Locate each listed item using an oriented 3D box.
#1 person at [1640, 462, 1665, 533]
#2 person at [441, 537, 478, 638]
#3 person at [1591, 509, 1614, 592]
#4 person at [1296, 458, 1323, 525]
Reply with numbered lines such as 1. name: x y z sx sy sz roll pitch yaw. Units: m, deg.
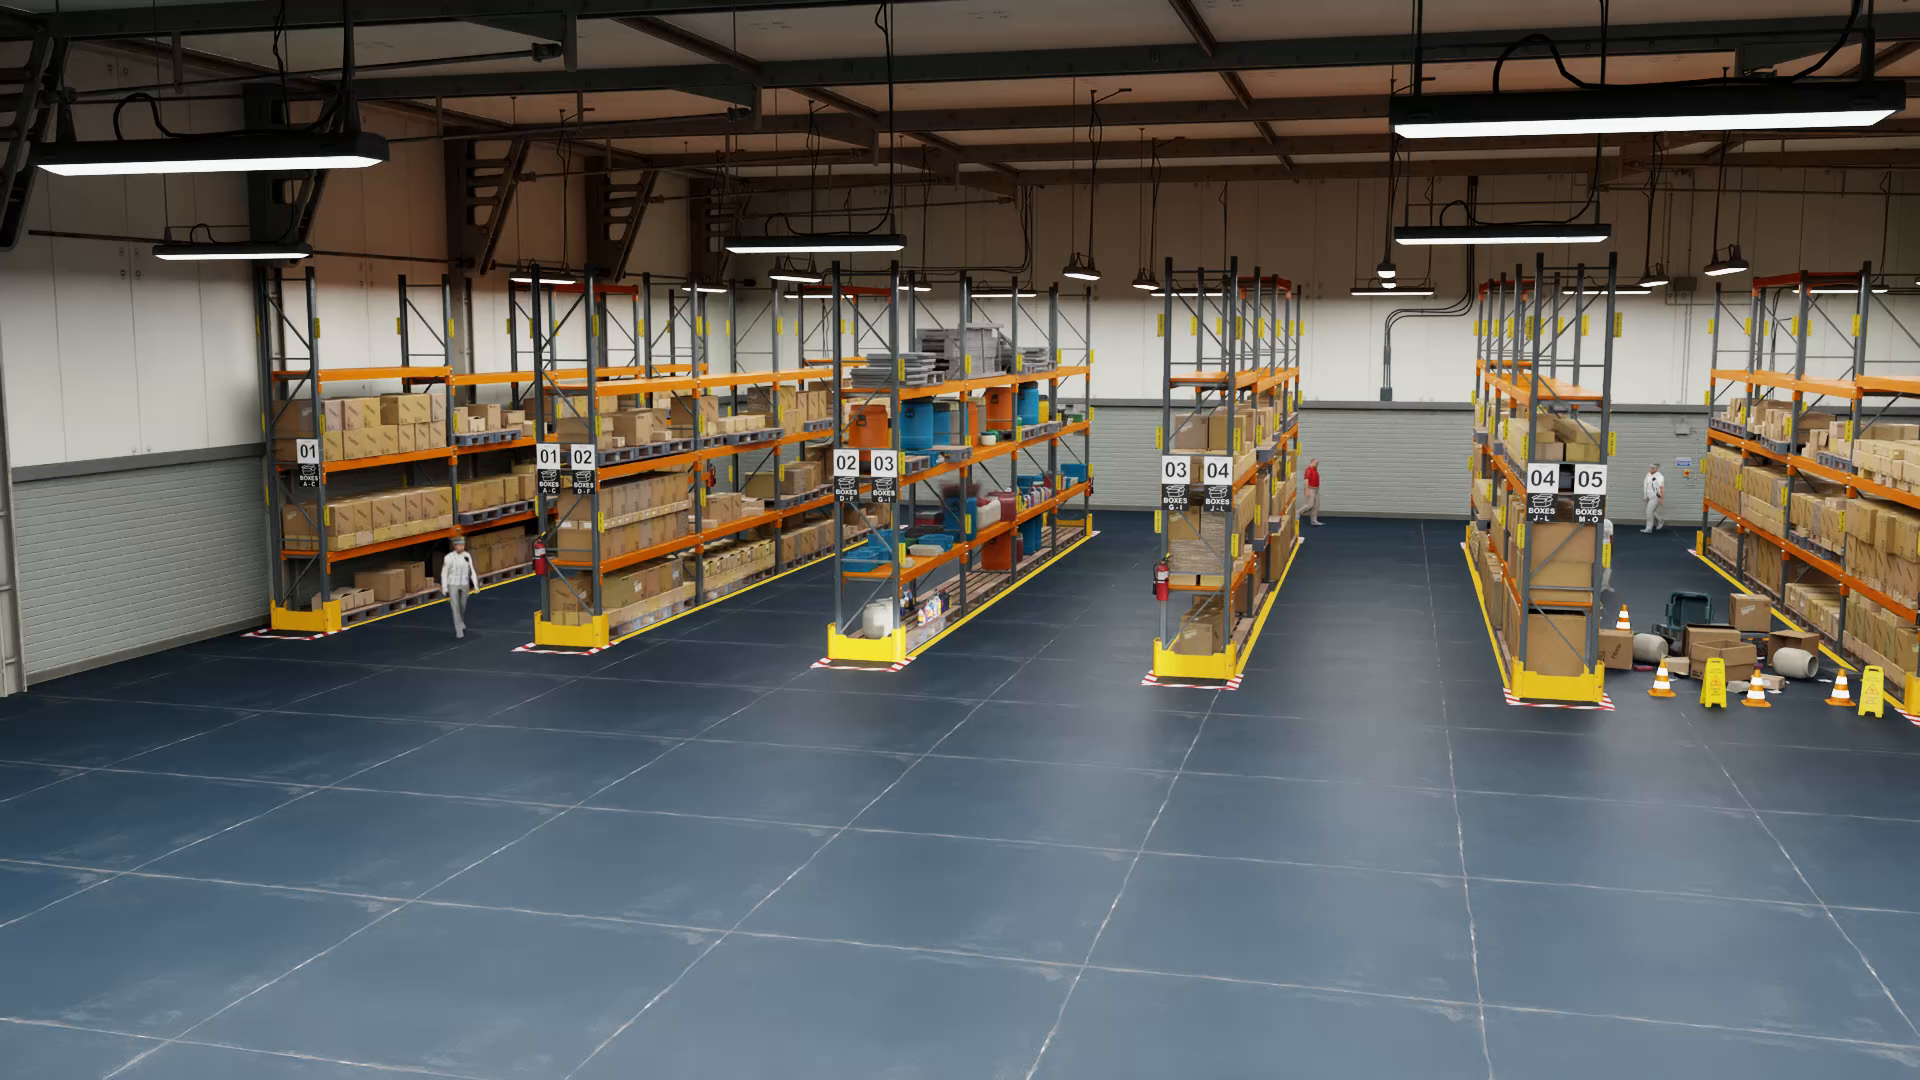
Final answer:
1. person: 17.044 -1.060 40.853 0.789 1.731 0.536 -2 8 -17
2. person: -8.185 0.729 27.192 0.557 1.600 1.062 -4 8 -27
3. person: 12.148 0.188 31.508 0.500 1.673 0.521 2 7 13
4. person: 8.918 -1.237 42.383 0.660 1.715 0.593 6 9 38
